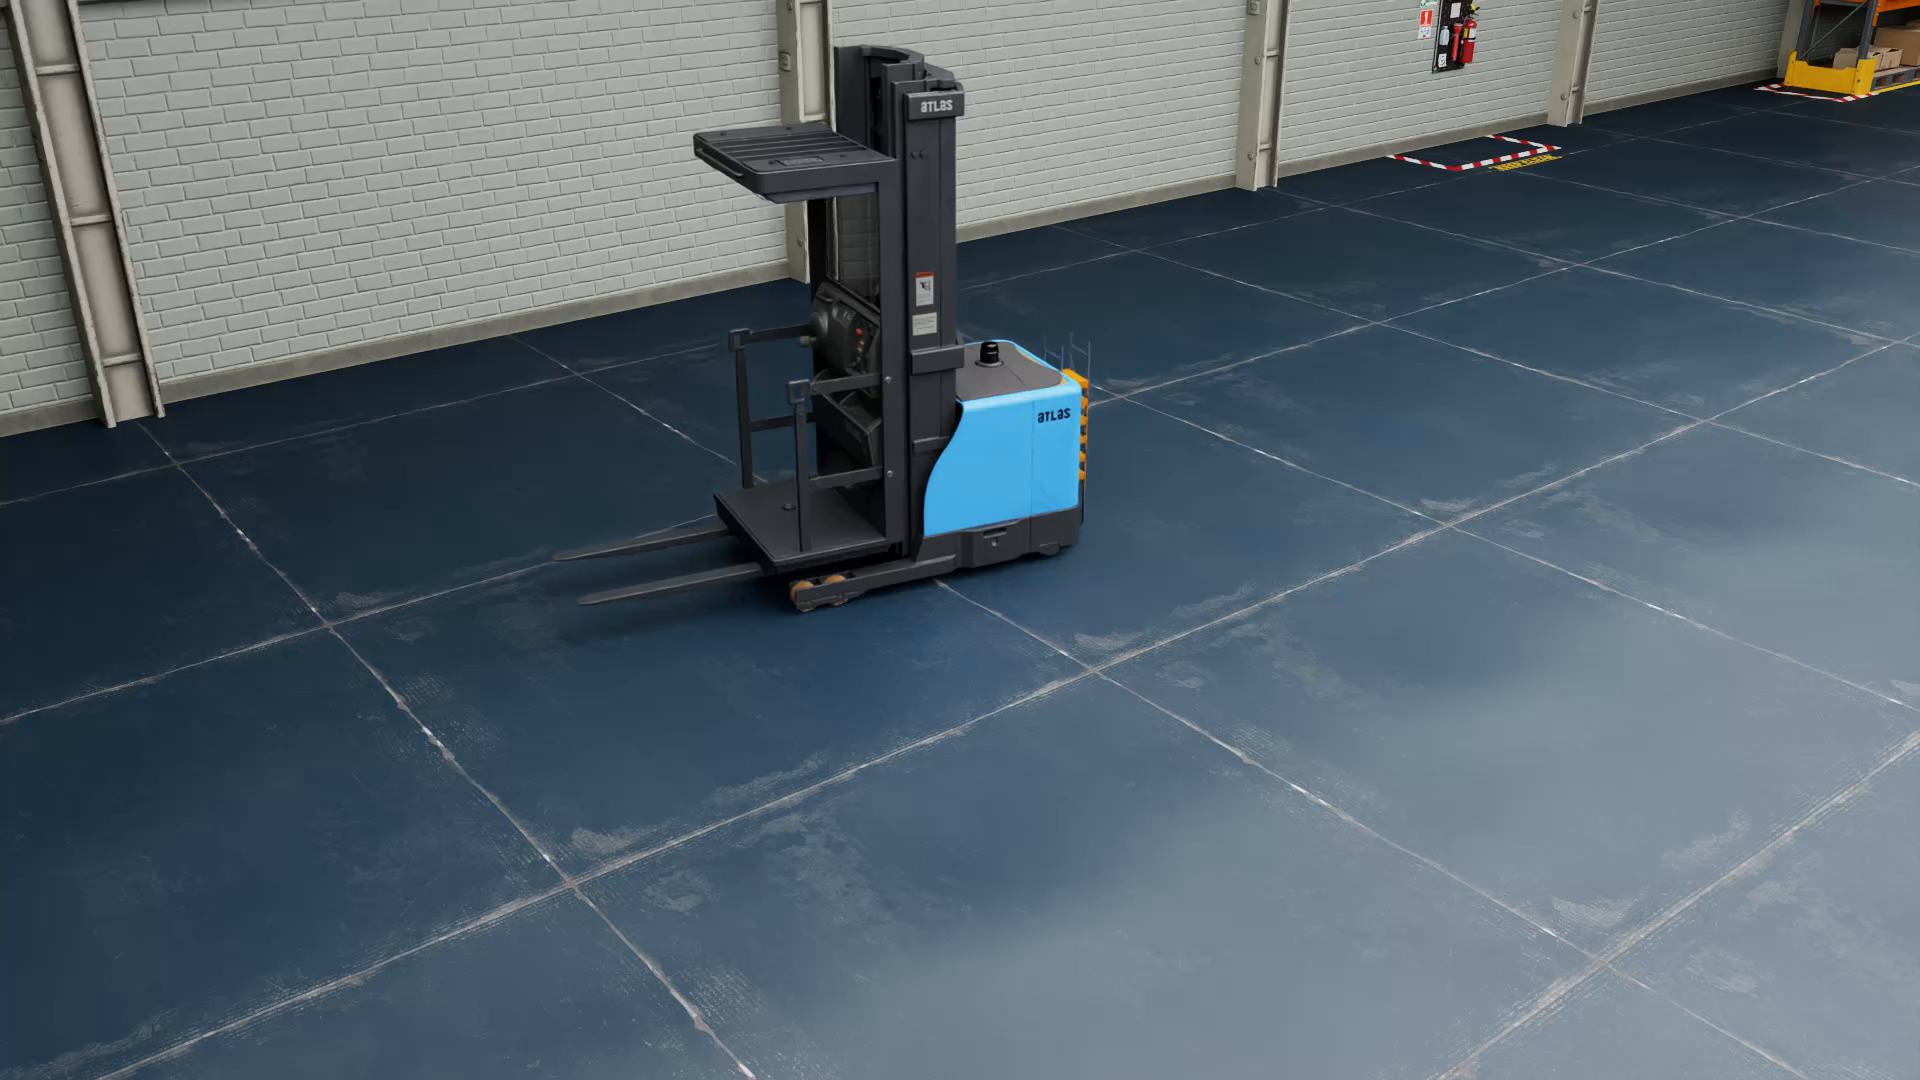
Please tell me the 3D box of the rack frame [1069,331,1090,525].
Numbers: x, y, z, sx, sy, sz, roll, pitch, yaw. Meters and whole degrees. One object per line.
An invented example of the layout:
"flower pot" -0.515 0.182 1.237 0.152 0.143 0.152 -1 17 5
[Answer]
"rack frame" 0.725 -0.685 10.301 0.006 1.200 0.240 -11 27 -23

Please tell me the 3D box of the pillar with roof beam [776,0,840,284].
"pillar with roof beam" 1.296 -5.124 10.601 0.400 9.000 9.100 -18 31 -34

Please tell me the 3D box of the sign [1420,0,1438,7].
"sign" 5.624 -6.462 19.939 0.331 0.109 0.001 -18 31 -34

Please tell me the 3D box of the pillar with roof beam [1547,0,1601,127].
"pillar with roof beam" 10.739 -8.241 17.318 0.400 9.000 9.100 -18 31 -34

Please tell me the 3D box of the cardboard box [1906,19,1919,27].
"cardboard box" 15.142 -7.858 26.066 0.500 0.500 0.500 -21 32 -38

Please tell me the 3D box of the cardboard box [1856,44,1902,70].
"cardboard box" 13.835 -7.314 25.118 0.500 0.311 0.500 -15 29 -30

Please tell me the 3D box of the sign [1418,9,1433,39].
"sign" 5.615 -6.224 20.054 0.234 0.329 0.001 -18 31 -34

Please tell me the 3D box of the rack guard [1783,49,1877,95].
"rack guard" 12.846 -6.922 24.571 0.348 0.500 1.175 -18 31 -34

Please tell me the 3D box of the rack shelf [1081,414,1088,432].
"rack shelf" 0.643 -0.737 10.233 0.180 0.103 0.258 -11 27 -23

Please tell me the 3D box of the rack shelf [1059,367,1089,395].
"rack shelf" 0.643 -0.955 10.132 0.180 0.103 0.258 -11 27 -23

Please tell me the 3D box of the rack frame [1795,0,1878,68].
"rack frame" 12.787 -8.036 24.003 0.127 3.000 1.000 -18 31 -34

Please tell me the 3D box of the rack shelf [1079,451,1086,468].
"rack shelf" 0.643 -0.519 10.334 0.180 0.103 0.258 -11 27 -23

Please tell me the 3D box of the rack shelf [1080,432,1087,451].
"rack shelf" 0.643 -0.628 10.284 0.180 0.103 0.258 -11 27 -23

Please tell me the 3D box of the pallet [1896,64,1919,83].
"pallet" 14.467 -7.306 25.741 1.213 0.211 1.003 -18 31 -34

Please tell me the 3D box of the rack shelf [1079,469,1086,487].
"rack shelf" 0.643 -0.410 10.385 0.180 0.103 0.258 -11 27 -23

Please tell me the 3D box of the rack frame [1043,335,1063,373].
"rack frame" 0.560 -0.652 10.229 0.006 1.200 0.240 -11 27 -23

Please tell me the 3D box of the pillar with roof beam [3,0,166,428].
"pillar with roof beam" -3.426 -3.565 7.243 0.400 9.000 9.100 -18 31 -34

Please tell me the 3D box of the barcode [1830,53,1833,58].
"barcode" 13.154 -7.308 25.093 0.075 0.075 0.001 -18 31 -34

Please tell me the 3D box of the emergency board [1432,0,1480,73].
"emergency board" 6.114 -6.317 20.298 0.643 1.169 0.194 -18 31 -34

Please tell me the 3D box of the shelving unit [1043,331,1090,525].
"shelving unit" 0.643 -0.668 10.265 0.189 1.200 0.258 -11 27 -23

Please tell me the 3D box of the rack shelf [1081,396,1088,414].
"rack shelf" 0.643 -0.846 10.183 0.180 0.103 0.258 -11 27 -23

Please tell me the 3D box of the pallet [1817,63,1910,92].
"pallet" 13.507 -6.991 25.062 1.213 0.211 1.003 -18 31 -34

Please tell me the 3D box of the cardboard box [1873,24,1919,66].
"cardboard box" 14.443 -7.574 25.453 0.500 0.500 0.700 -21 32 -37

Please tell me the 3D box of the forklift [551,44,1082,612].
"forklift" -0.833 -1.180 9.310 3.031 2.935 1.130 -11 27 -23

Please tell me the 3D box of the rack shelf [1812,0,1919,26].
"rack shelf" 14.360 -8.230 25.274 4.000 0.370 1.077 -18 31 -34

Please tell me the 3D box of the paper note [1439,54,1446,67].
"paper note" 5.932 -5.894 20.433 0.142 0.148 0.016 -18 31 -34

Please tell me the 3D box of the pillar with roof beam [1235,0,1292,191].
"pillar with roof beam" 6.017 -6.683 13.960 0.400 9.000 9.100 -18 31 -34

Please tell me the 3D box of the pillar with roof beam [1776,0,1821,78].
"pillar with roof beam" 15.460 -9.800 20.676 0.400 9.000 9.100 -18 31 -34

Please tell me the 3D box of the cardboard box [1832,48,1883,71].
"cardboard box" 13.387 -7.166 24.799 0.500 0.311 0.500 -23 33 -40
